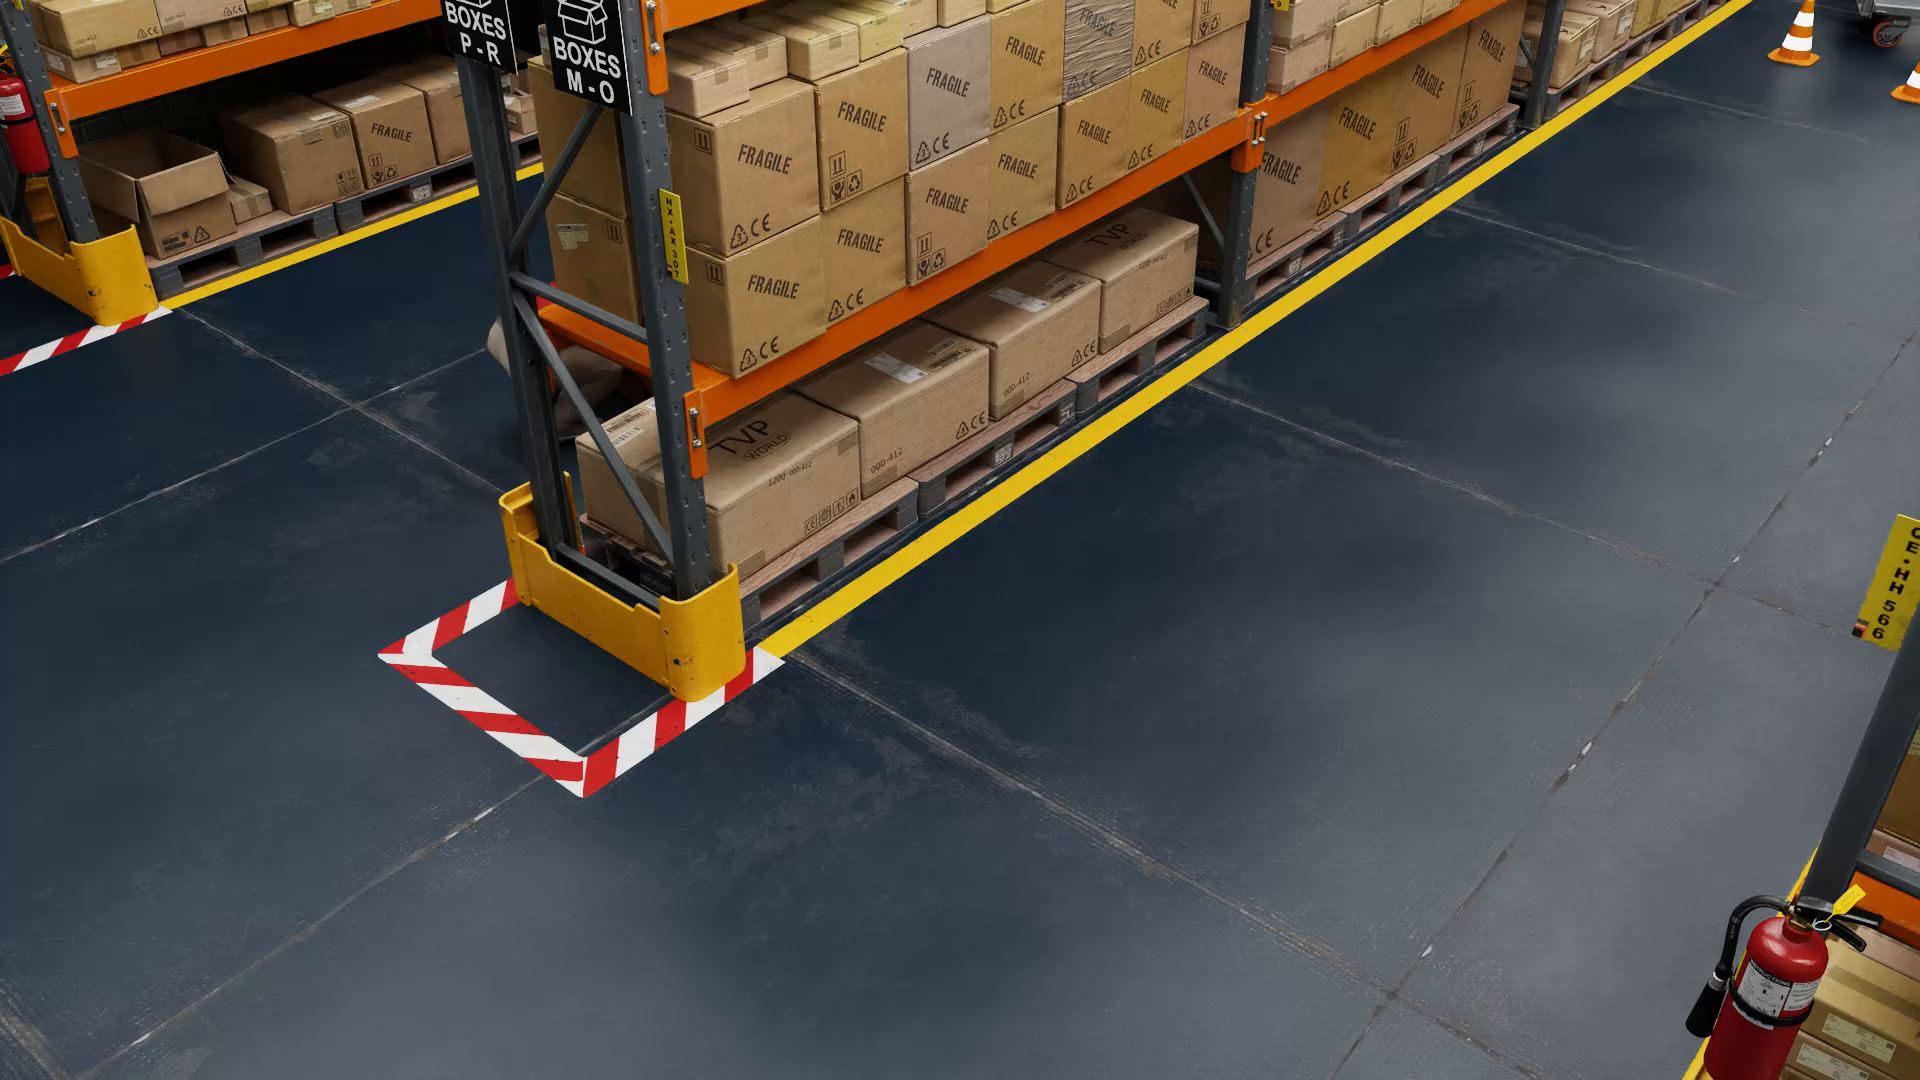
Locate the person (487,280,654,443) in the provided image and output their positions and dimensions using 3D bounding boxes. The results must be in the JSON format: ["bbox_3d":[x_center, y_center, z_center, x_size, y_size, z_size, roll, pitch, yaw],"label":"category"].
[{"bbox_3d":[-1.896,-0.957,8.403,0.936,0.781,0.527,-23,41,-29],"label":"person"}]
